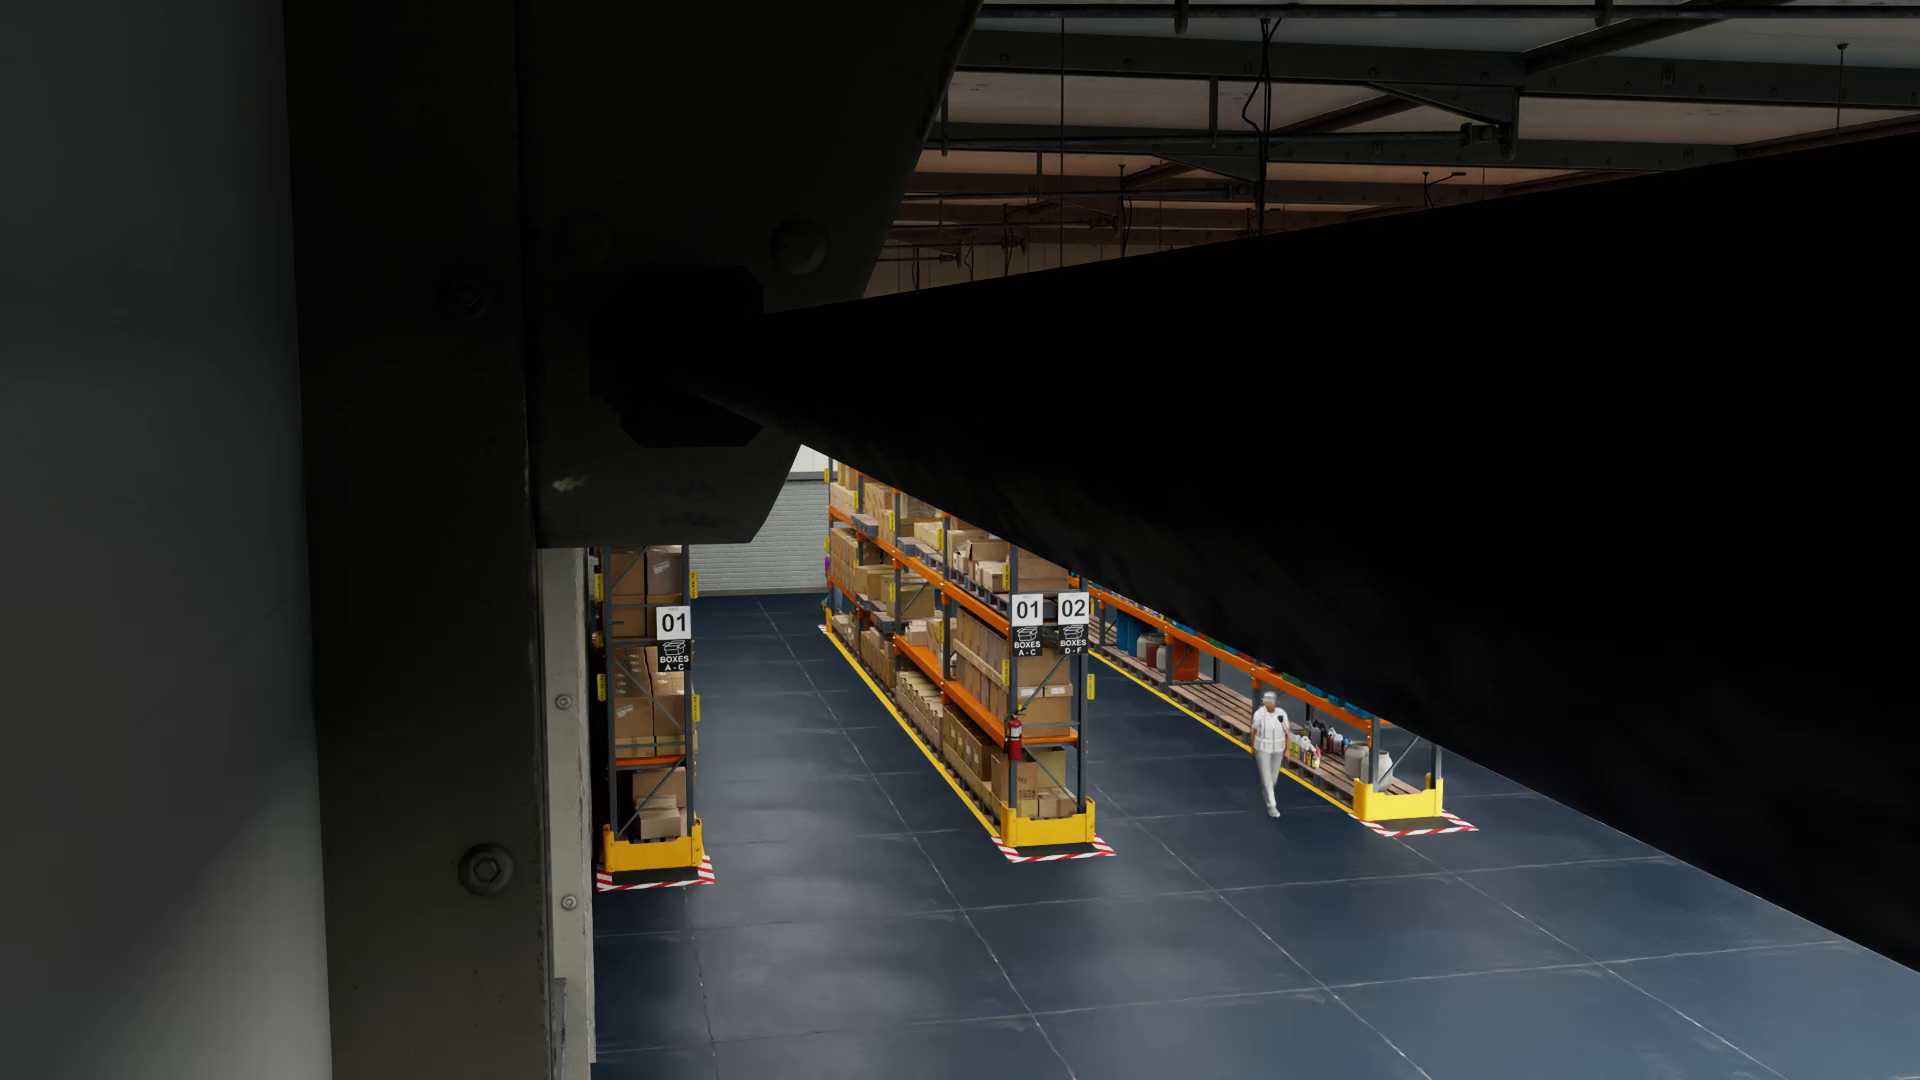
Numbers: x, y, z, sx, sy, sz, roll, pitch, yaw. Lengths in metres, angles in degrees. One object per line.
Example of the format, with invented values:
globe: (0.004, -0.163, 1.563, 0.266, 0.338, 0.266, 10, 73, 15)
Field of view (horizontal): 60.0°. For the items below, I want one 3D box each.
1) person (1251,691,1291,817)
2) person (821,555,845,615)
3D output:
person: (4.220, 2.848, 22.421, 0.501, 1.627, 0.908, -1, 7, -7)
person: (-2.898, 0.898, 38.387, 0.792, 1.748, 0.560, 3, 8, 26)
